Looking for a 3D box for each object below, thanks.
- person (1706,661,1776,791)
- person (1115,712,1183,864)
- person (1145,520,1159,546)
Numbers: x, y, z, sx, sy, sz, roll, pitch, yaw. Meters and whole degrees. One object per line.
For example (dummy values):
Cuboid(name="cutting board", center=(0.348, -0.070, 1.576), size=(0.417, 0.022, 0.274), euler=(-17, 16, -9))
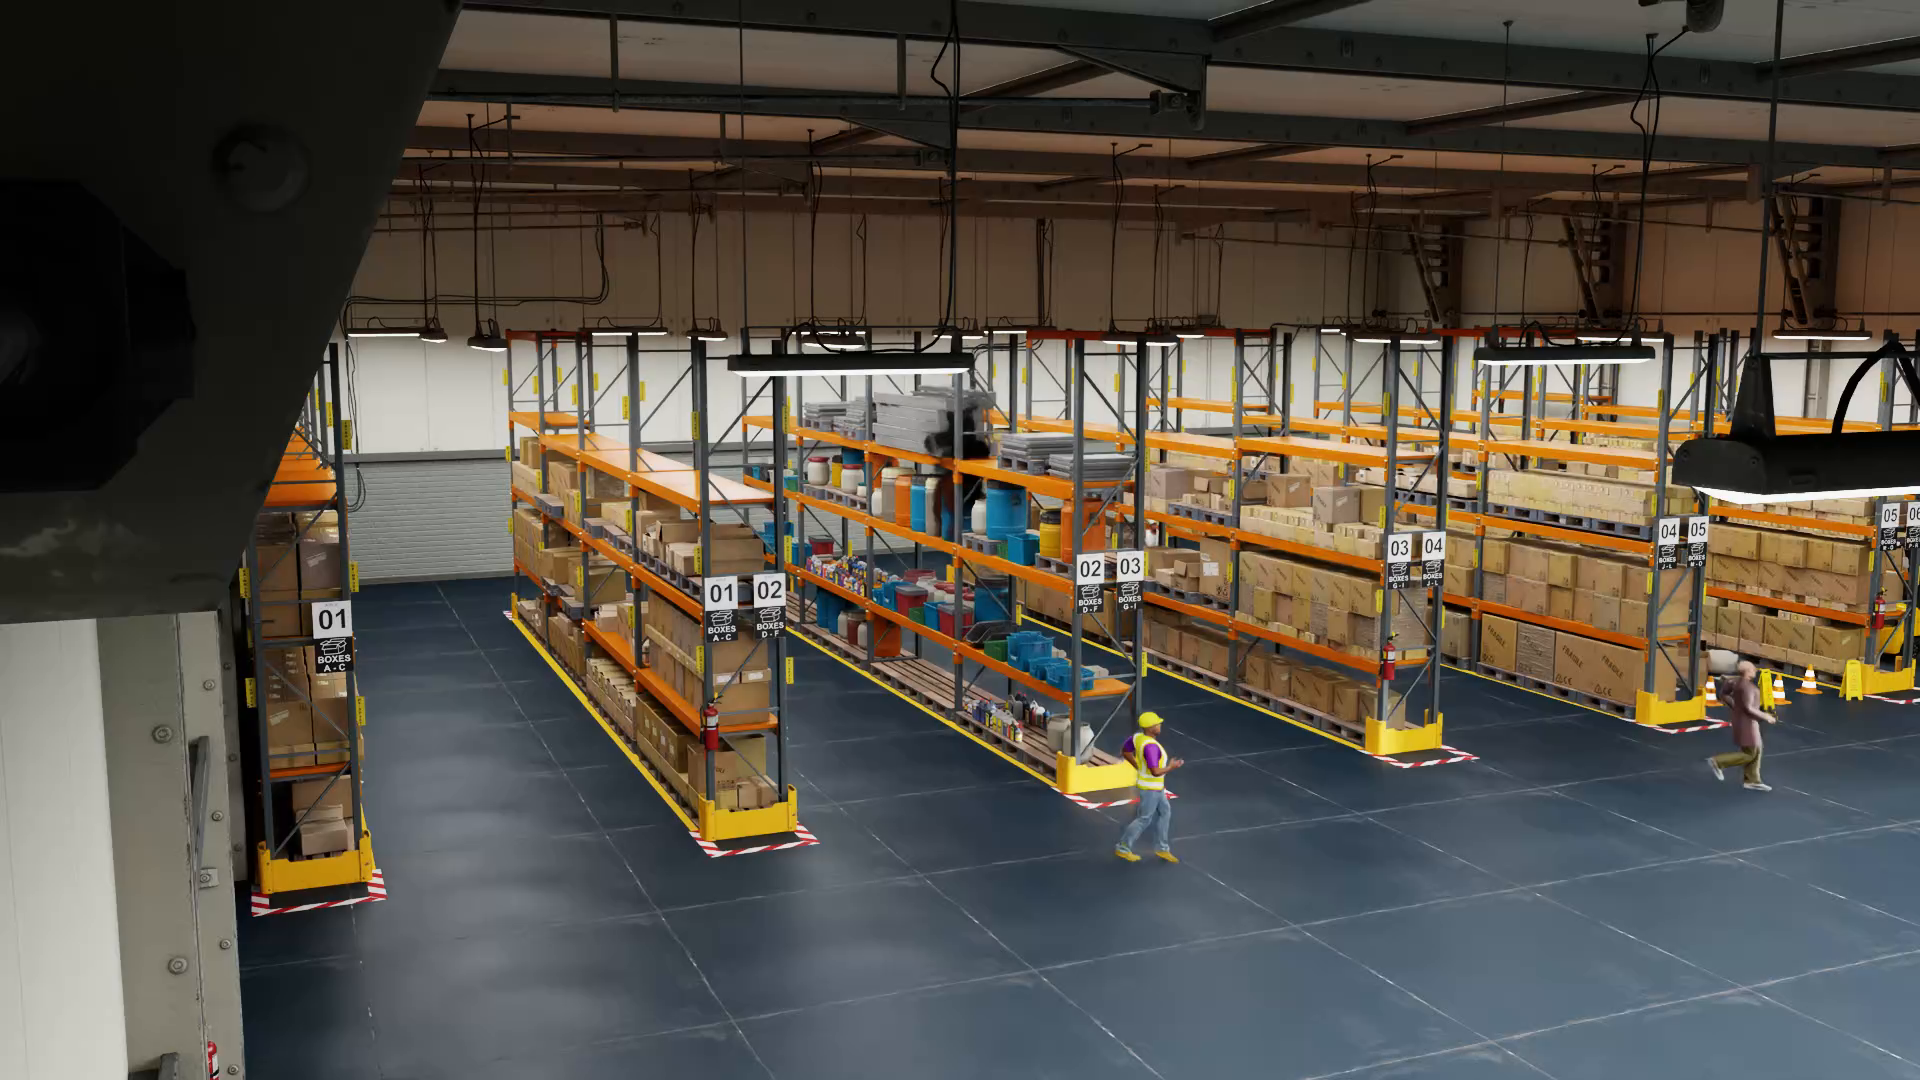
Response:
Cuboid(name="person", center=(10.399, 2.475, 22.141), size=(0.882, 1.766, 0.708), euler=(1, 8, 6))
Cuboid(name="person", center=(2.161, 2.865, 19.076), size=(0.766, 1.820, 0.682), euler=(0, 8, 0))
Cuboid(name="person", center=(4.367, 0.385, 37.416), size=(0.668, 1.747, 0.624), euler=(-3, 8, -19))
